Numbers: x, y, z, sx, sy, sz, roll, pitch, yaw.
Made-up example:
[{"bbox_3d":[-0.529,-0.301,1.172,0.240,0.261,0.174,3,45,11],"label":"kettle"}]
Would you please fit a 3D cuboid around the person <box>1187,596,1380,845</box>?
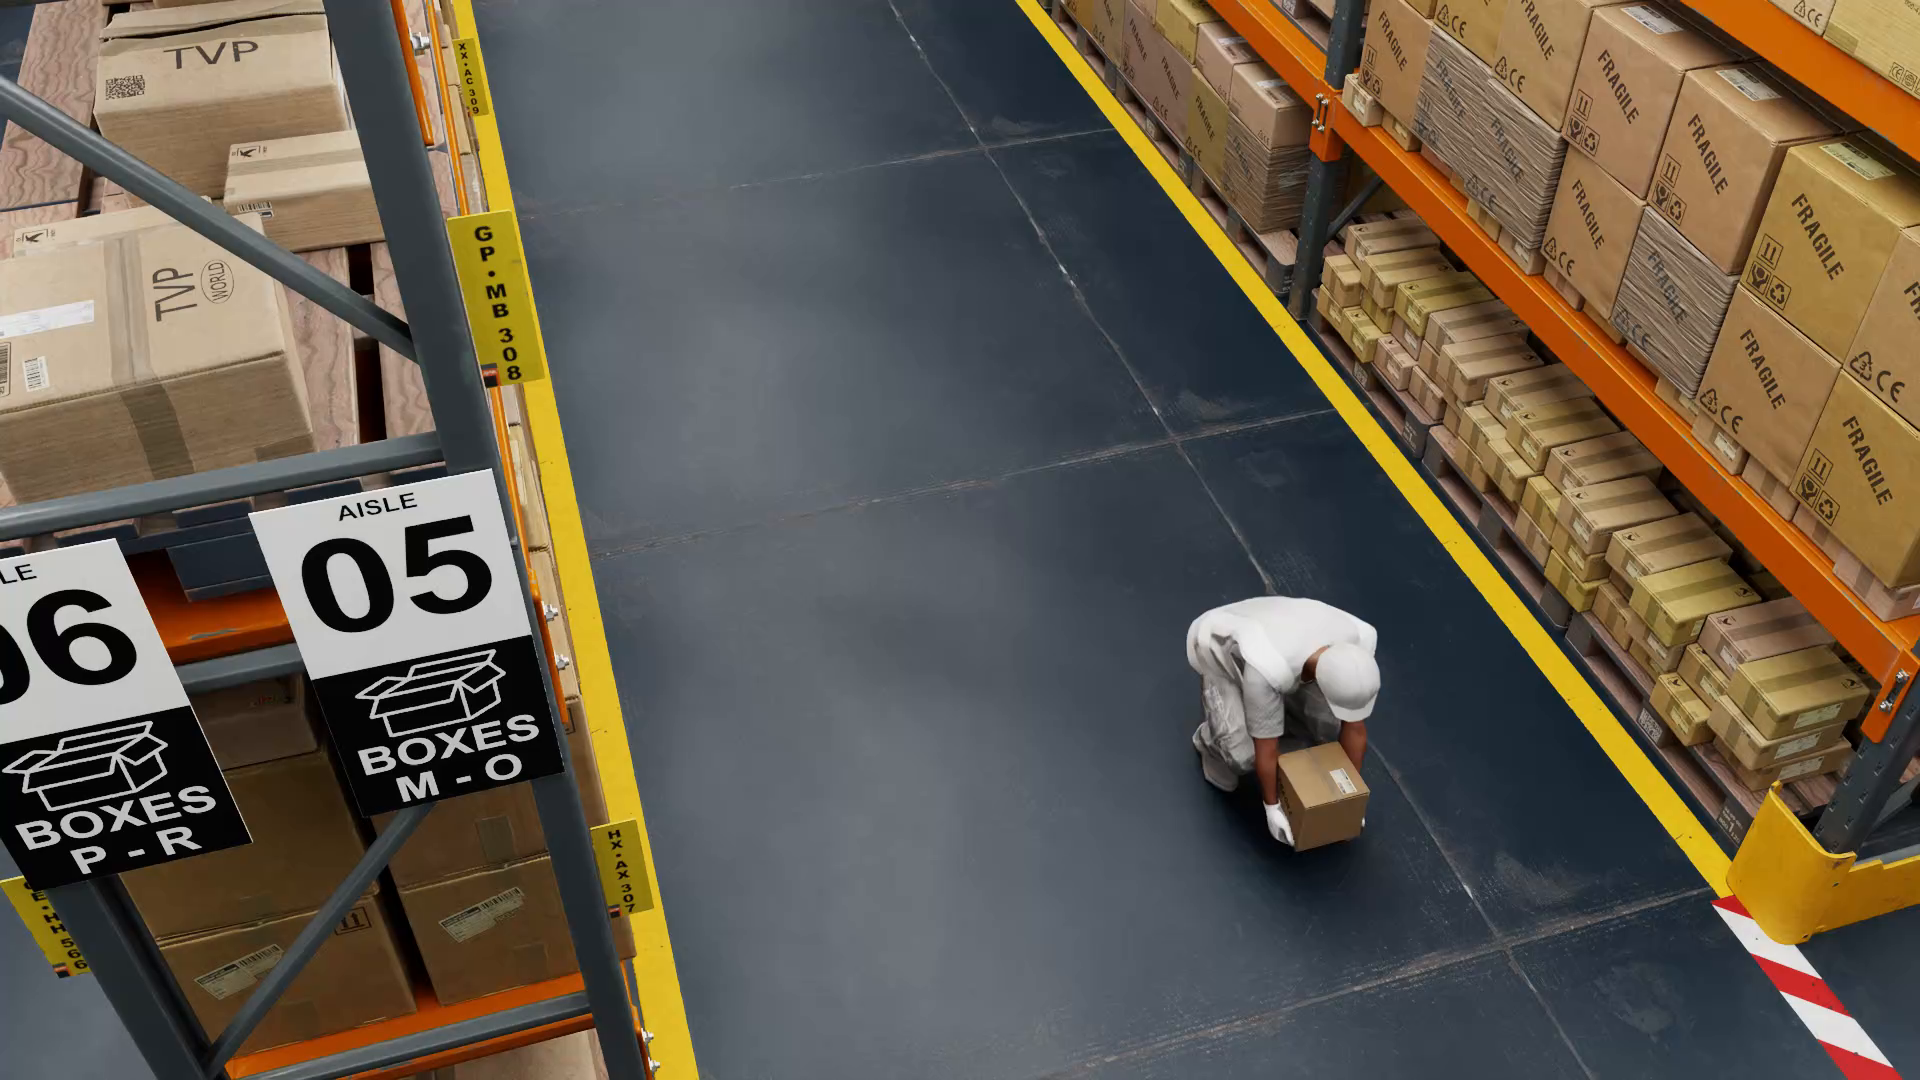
[{"bbox_3d":[1.200,0.569,6.103,0.561,1.000,0.926,-13,43,-14],"label":"person"}]
